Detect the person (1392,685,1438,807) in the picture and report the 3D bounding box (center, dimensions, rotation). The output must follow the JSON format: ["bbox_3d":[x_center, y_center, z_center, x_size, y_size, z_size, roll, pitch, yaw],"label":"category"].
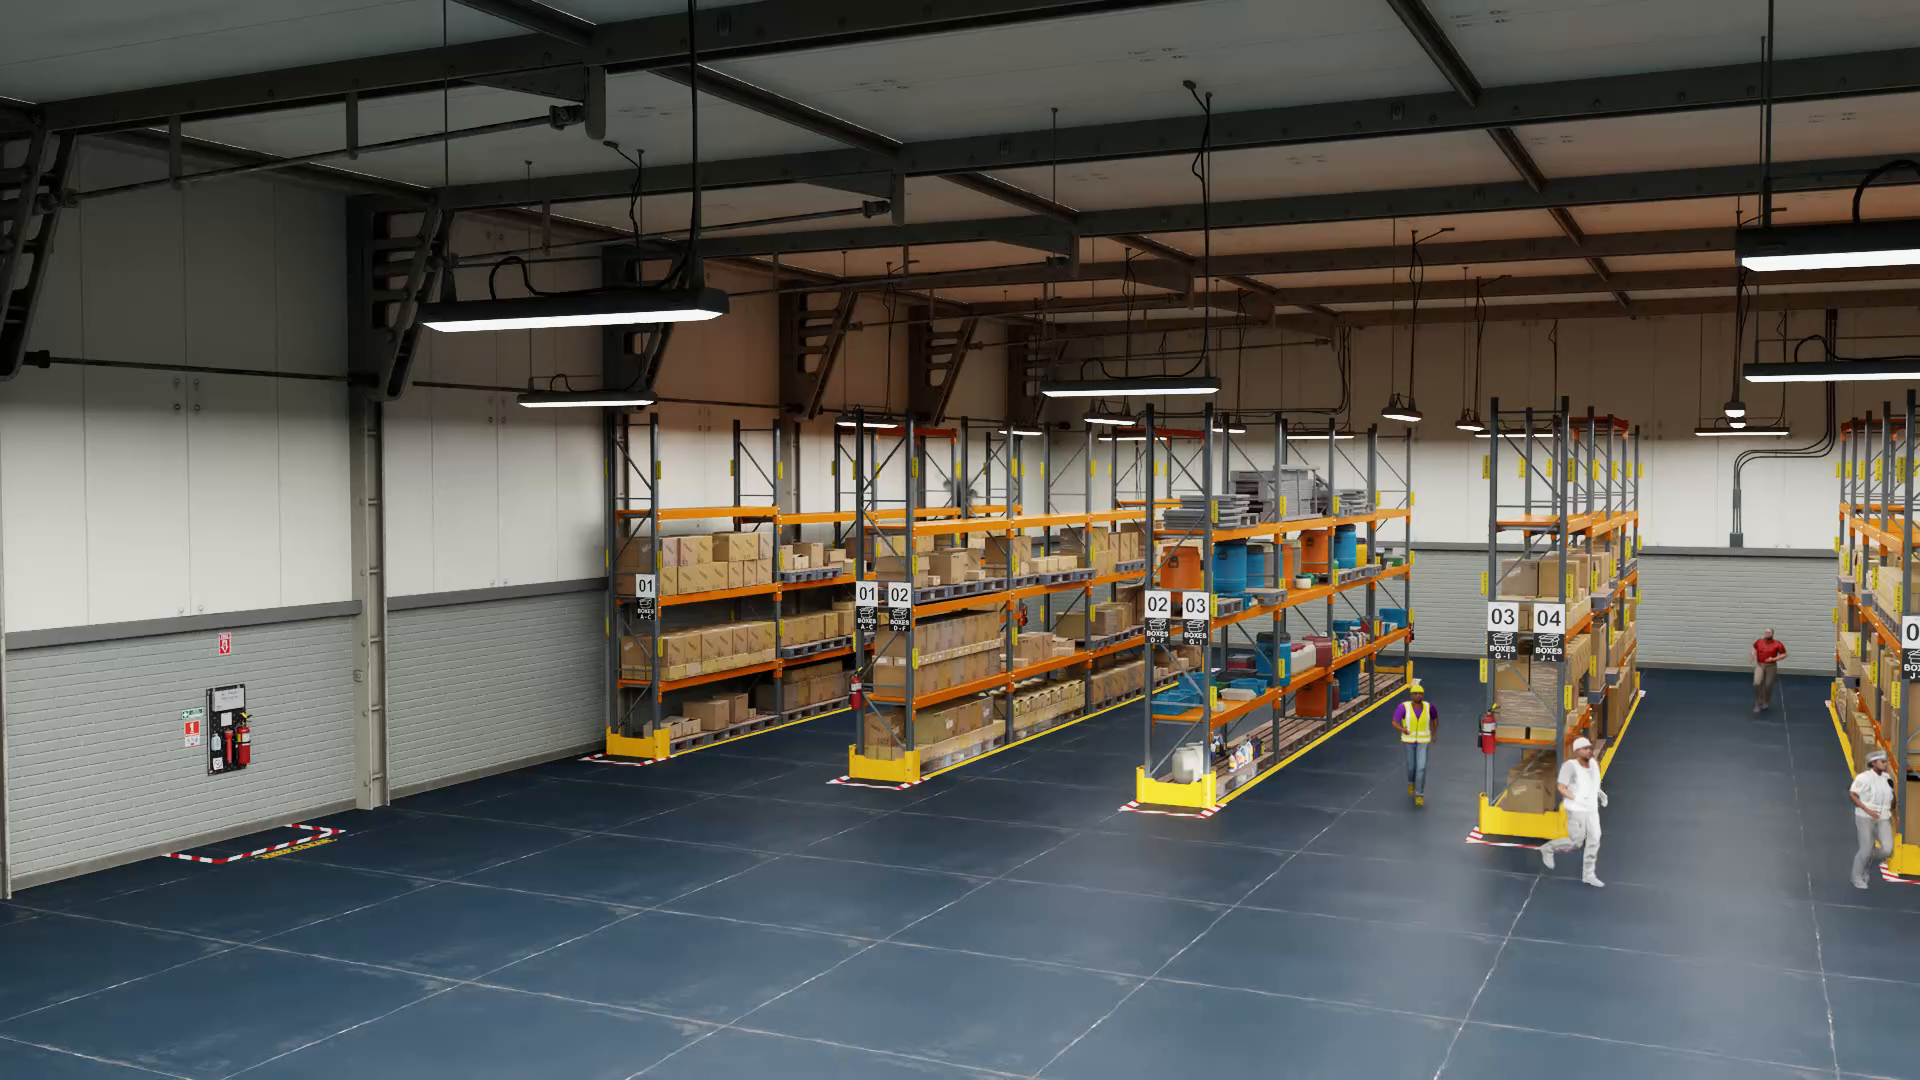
[{"bbox_3d":[6.867,3.058,25.092,0.693,1.772,0.914,1,2,13],"label":"person"}]

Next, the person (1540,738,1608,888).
[{"bbox_3d":[7.527,3.279,20.259,0.687,1.774,0.840,-1,3,-28],"label":"person"}]

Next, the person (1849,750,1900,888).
[{"bbox_3d":[10.988,3.341,19.908,0.635,1.655,0.487,0,2,-7],"label":"person"}]

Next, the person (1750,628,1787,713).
[{"bbox_3d":[16.770,2.713,34.488,0.691,1.801,0.723,2,3,37],"label":"person"}]
